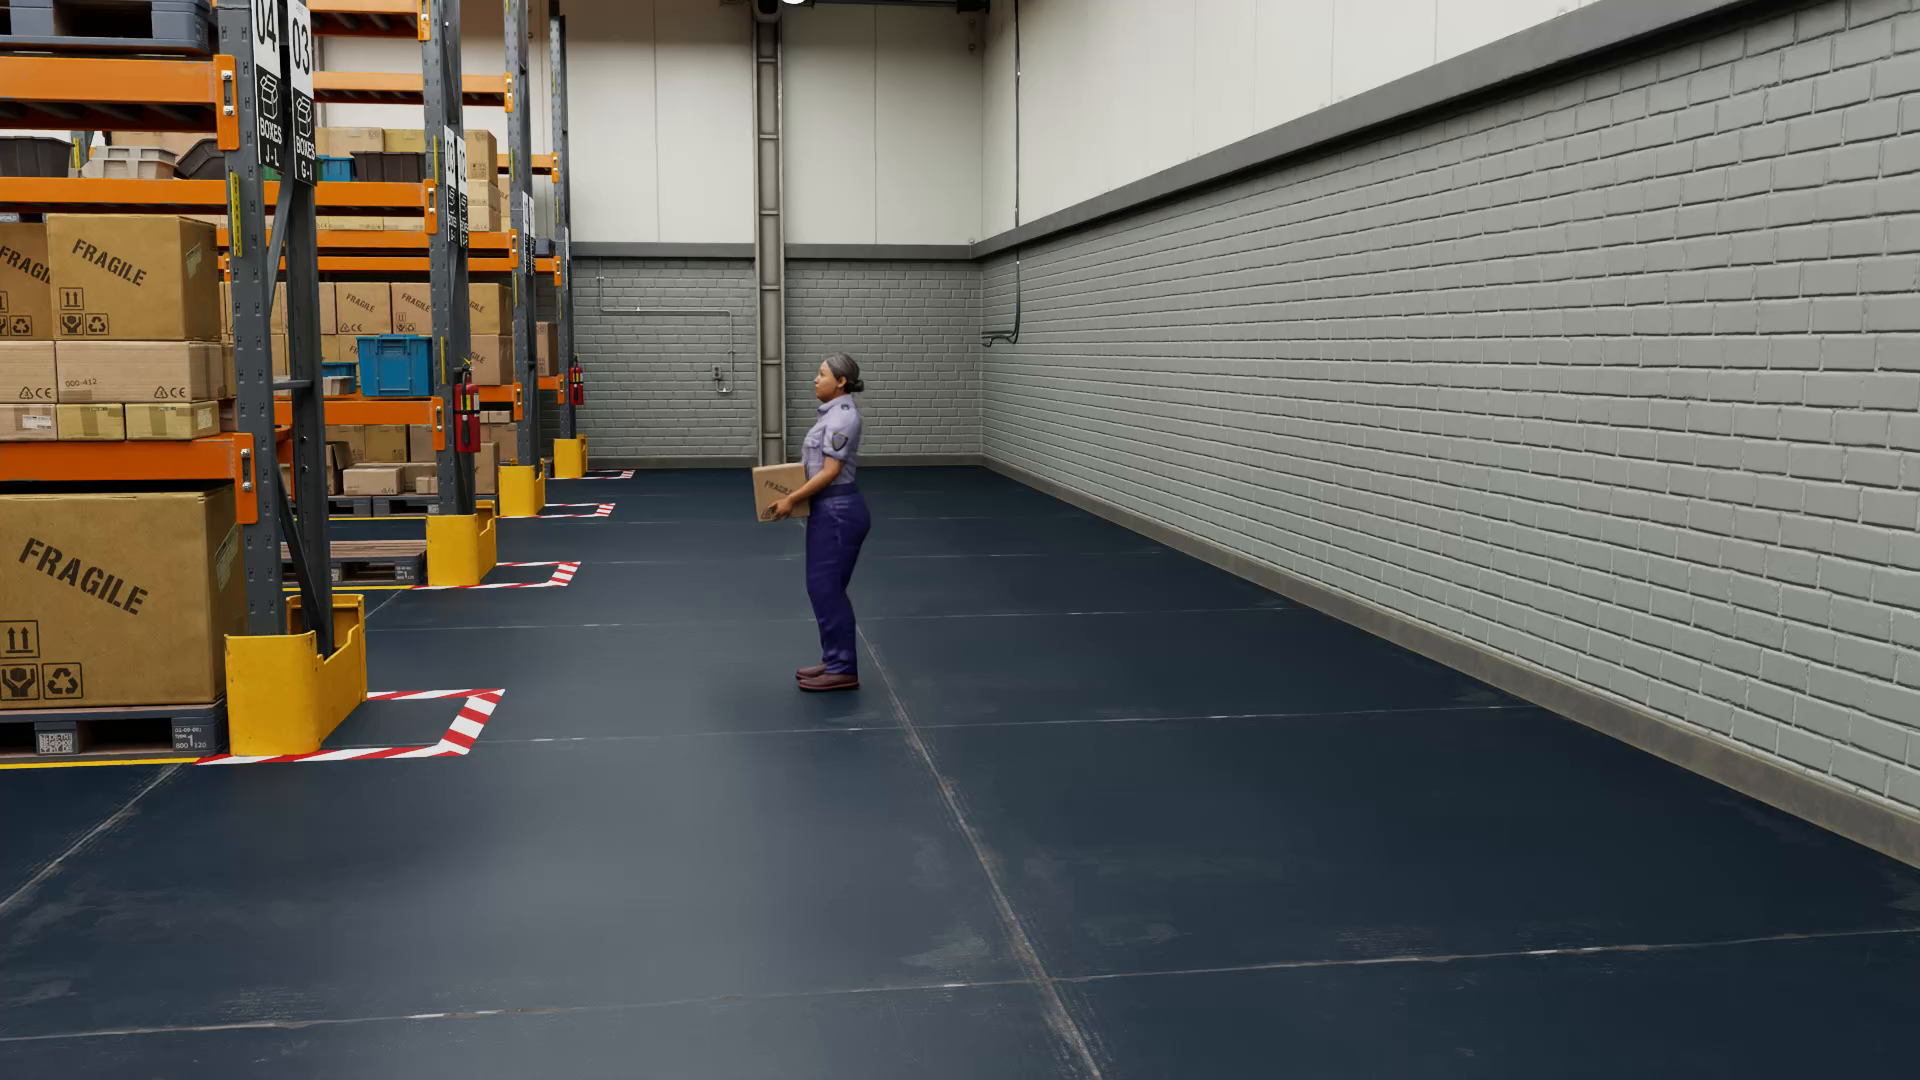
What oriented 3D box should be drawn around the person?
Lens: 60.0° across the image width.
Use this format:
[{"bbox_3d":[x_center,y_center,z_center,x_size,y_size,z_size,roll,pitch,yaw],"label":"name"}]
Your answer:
[{"bbox_3d":[-0.702,-0.095,8.221,0.511,1.647,0.471,-1,7,-9],"label":"person"}]
